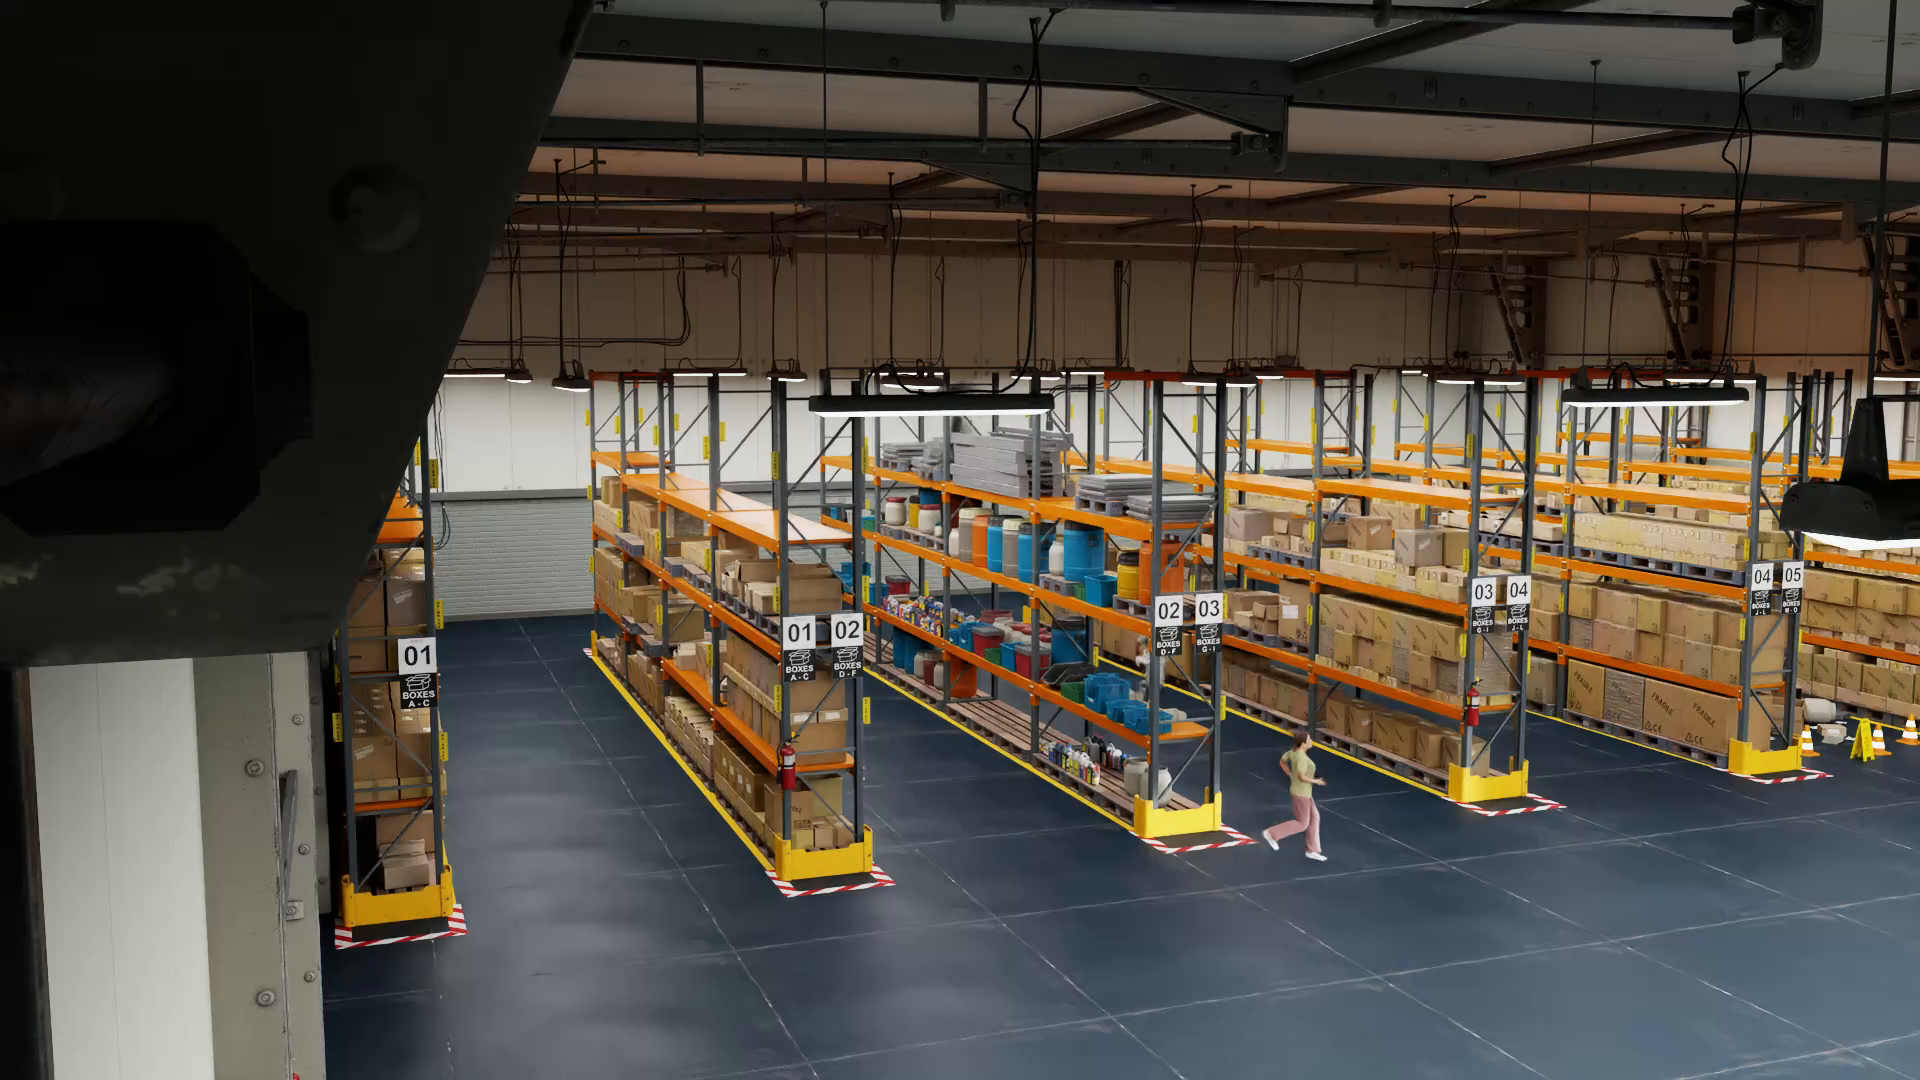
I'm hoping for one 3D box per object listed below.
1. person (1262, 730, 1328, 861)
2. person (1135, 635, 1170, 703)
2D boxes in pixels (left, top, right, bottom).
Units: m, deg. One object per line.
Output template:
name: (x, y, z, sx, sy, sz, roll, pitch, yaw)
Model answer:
person: (4.209, 3.211, 20.830, 0.852, 1.682, 0.586, 0, 6, -1)
person: (3.445, 2.202, 29.613, 0.678, 1.708, 0.815, -3, 7, -22)
